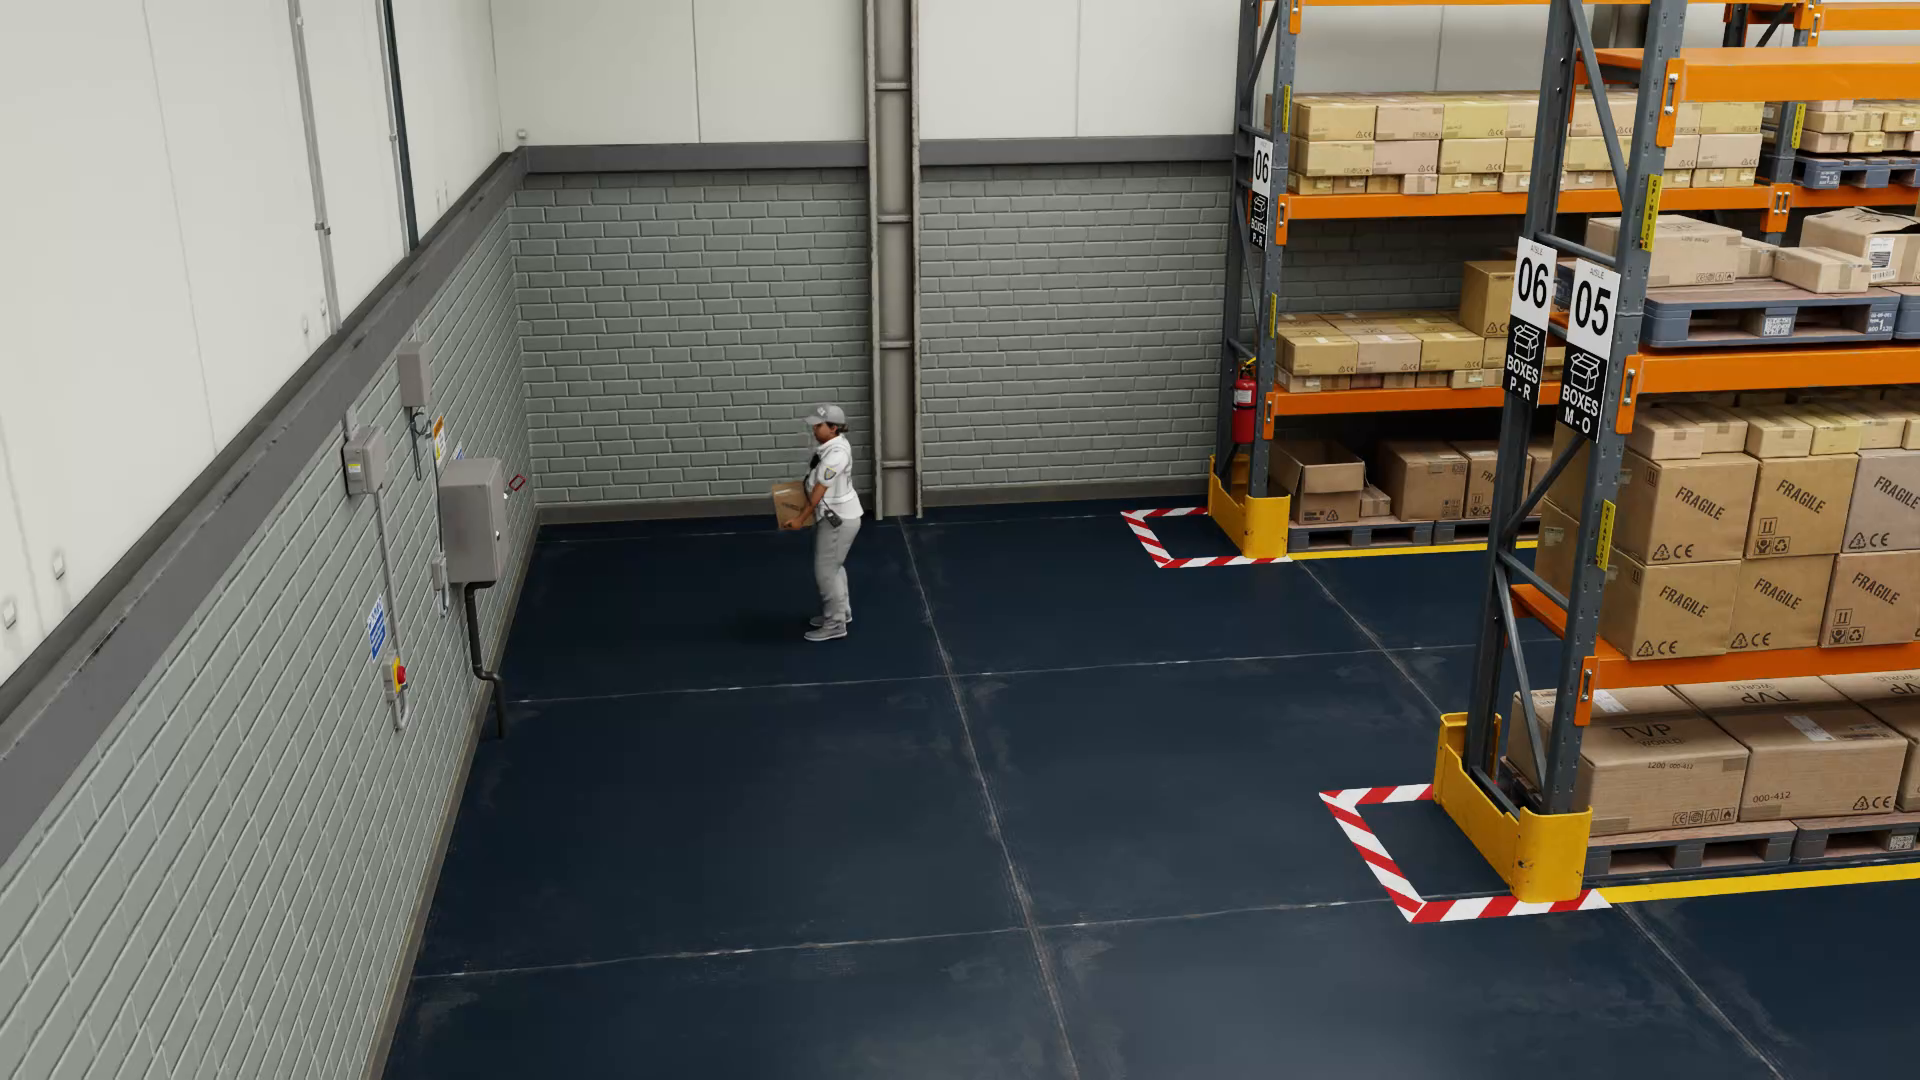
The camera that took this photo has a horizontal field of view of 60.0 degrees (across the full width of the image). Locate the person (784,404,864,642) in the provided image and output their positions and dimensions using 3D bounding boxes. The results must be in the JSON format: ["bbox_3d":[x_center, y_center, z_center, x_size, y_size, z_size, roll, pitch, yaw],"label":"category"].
[{"bbox_3d":[-0.943,-0.129,11.438,0.552,1.663,0.452,-3,20,-8],"label":"person"}]
